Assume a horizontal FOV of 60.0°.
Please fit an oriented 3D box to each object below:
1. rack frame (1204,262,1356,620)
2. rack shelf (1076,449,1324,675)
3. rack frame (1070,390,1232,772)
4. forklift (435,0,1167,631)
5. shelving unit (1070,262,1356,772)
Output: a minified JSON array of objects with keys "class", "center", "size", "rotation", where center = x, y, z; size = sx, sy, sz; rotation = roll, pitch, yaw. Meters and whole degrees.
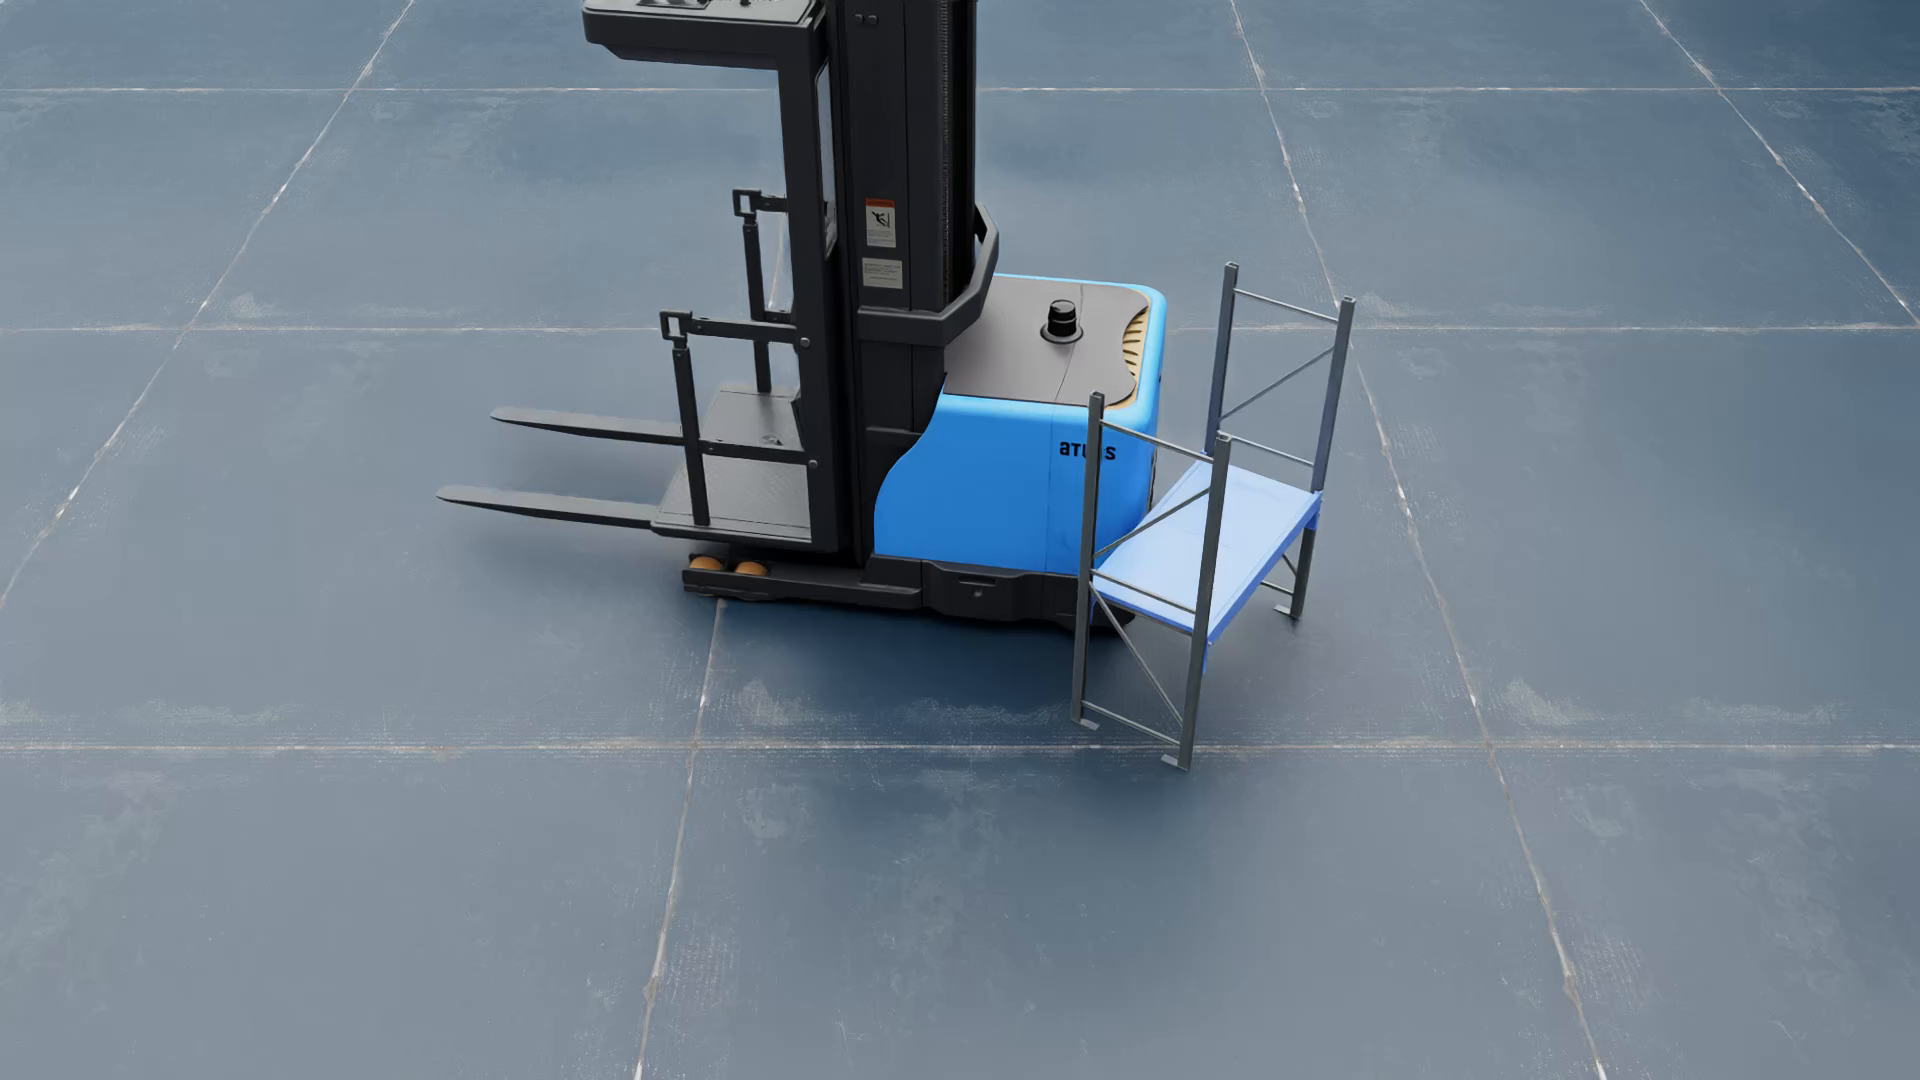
[{"class":"rack frame","center":[1.193,-0.350,6.488],"size":[0.500,1.500,0.032],"rotation":[22,44,25]},{"class":"rack shelf","center":[0.918,0.057,6.267],"size":[0.538,0.185,1.000],"rotation":[22,44,25]},{"class":"rack frame","center":[0.642,0.184,5.821],"size":[0.500,1.500,0.032],"rotation":[22,44,25]},{"class":"forklift","center":[-0.704,-1.207,6.413],"size":[3.031,2.935,1.130],"rotation":[6,39,7]},{"class":"shelving unit","center":[0.918,-0.083,6.154],"size":[0.538,1.500,1.048],"rotation":[22,44,25]}]
